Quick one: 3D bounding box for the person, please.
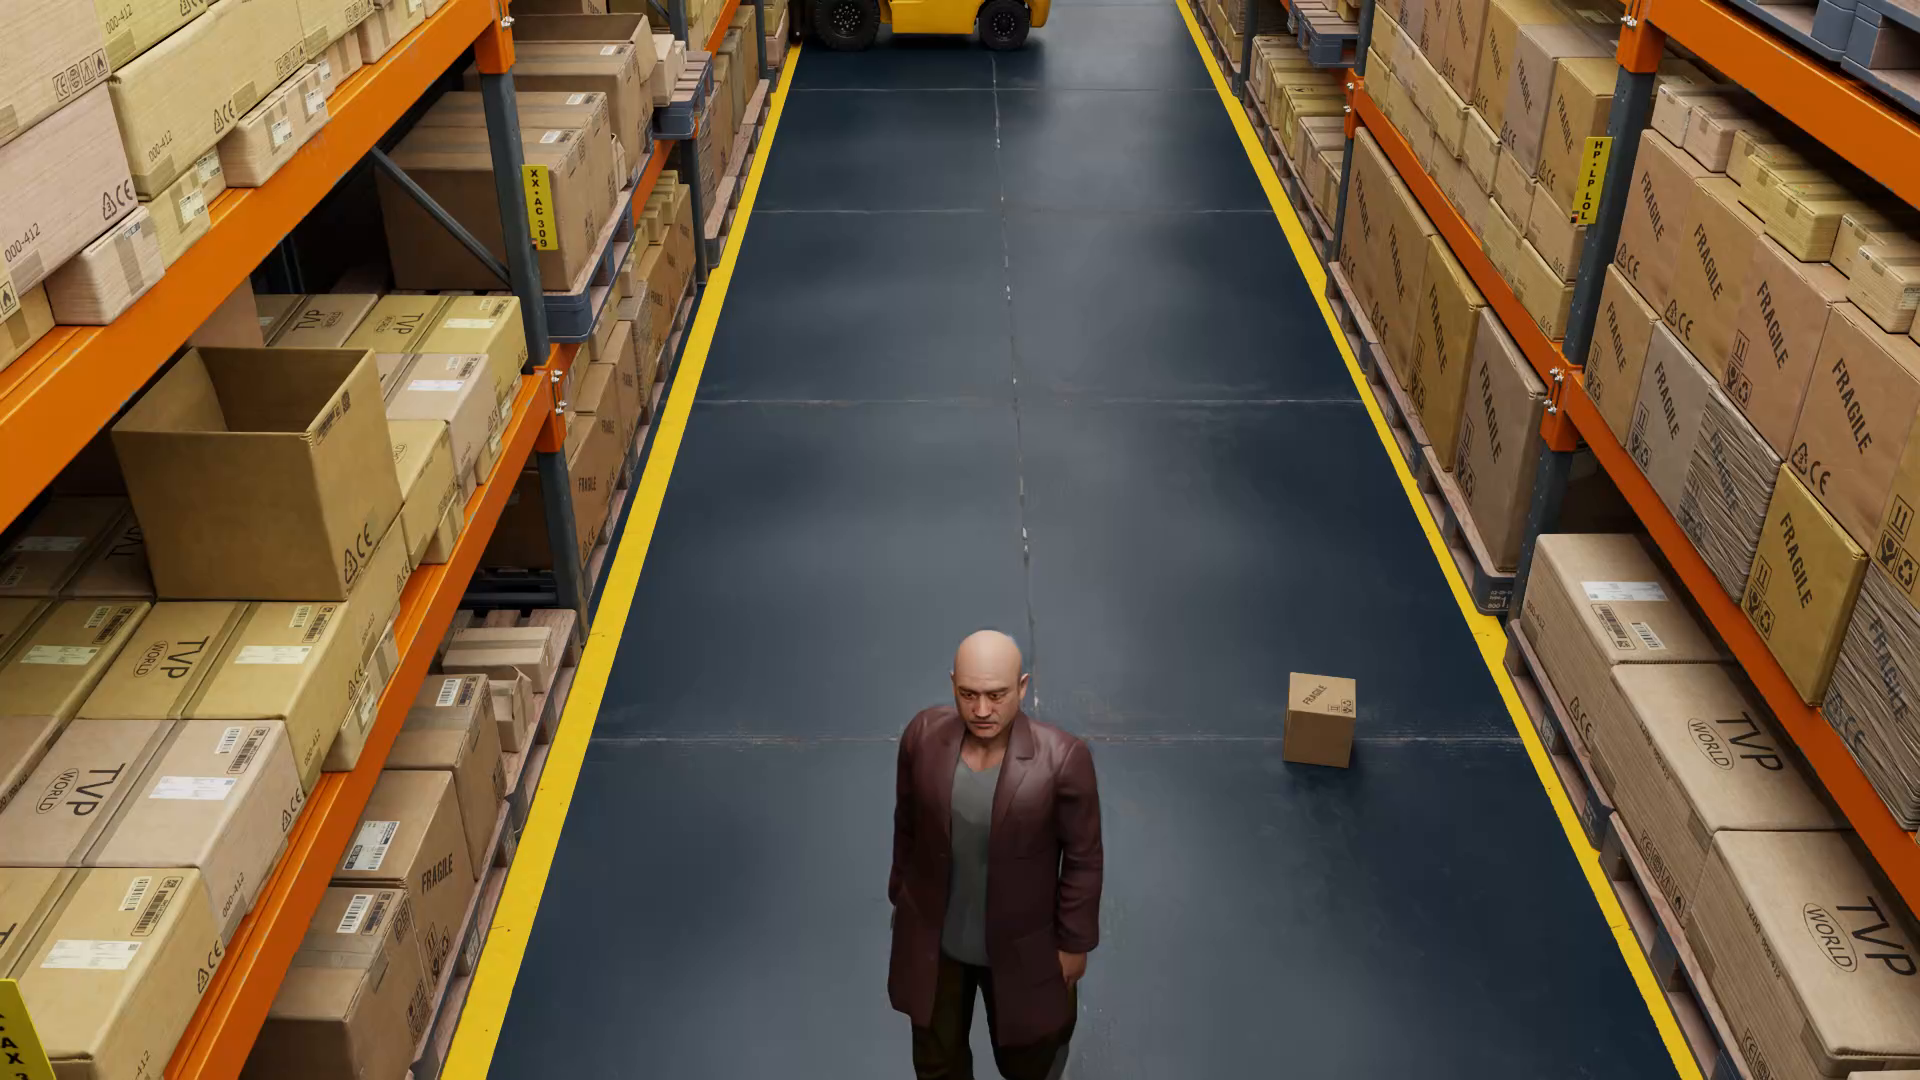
[{"bbox_3d":[0.085,1.003,4.457,0.602,1.751,0.784,10,33,16],"label":"person"}]
